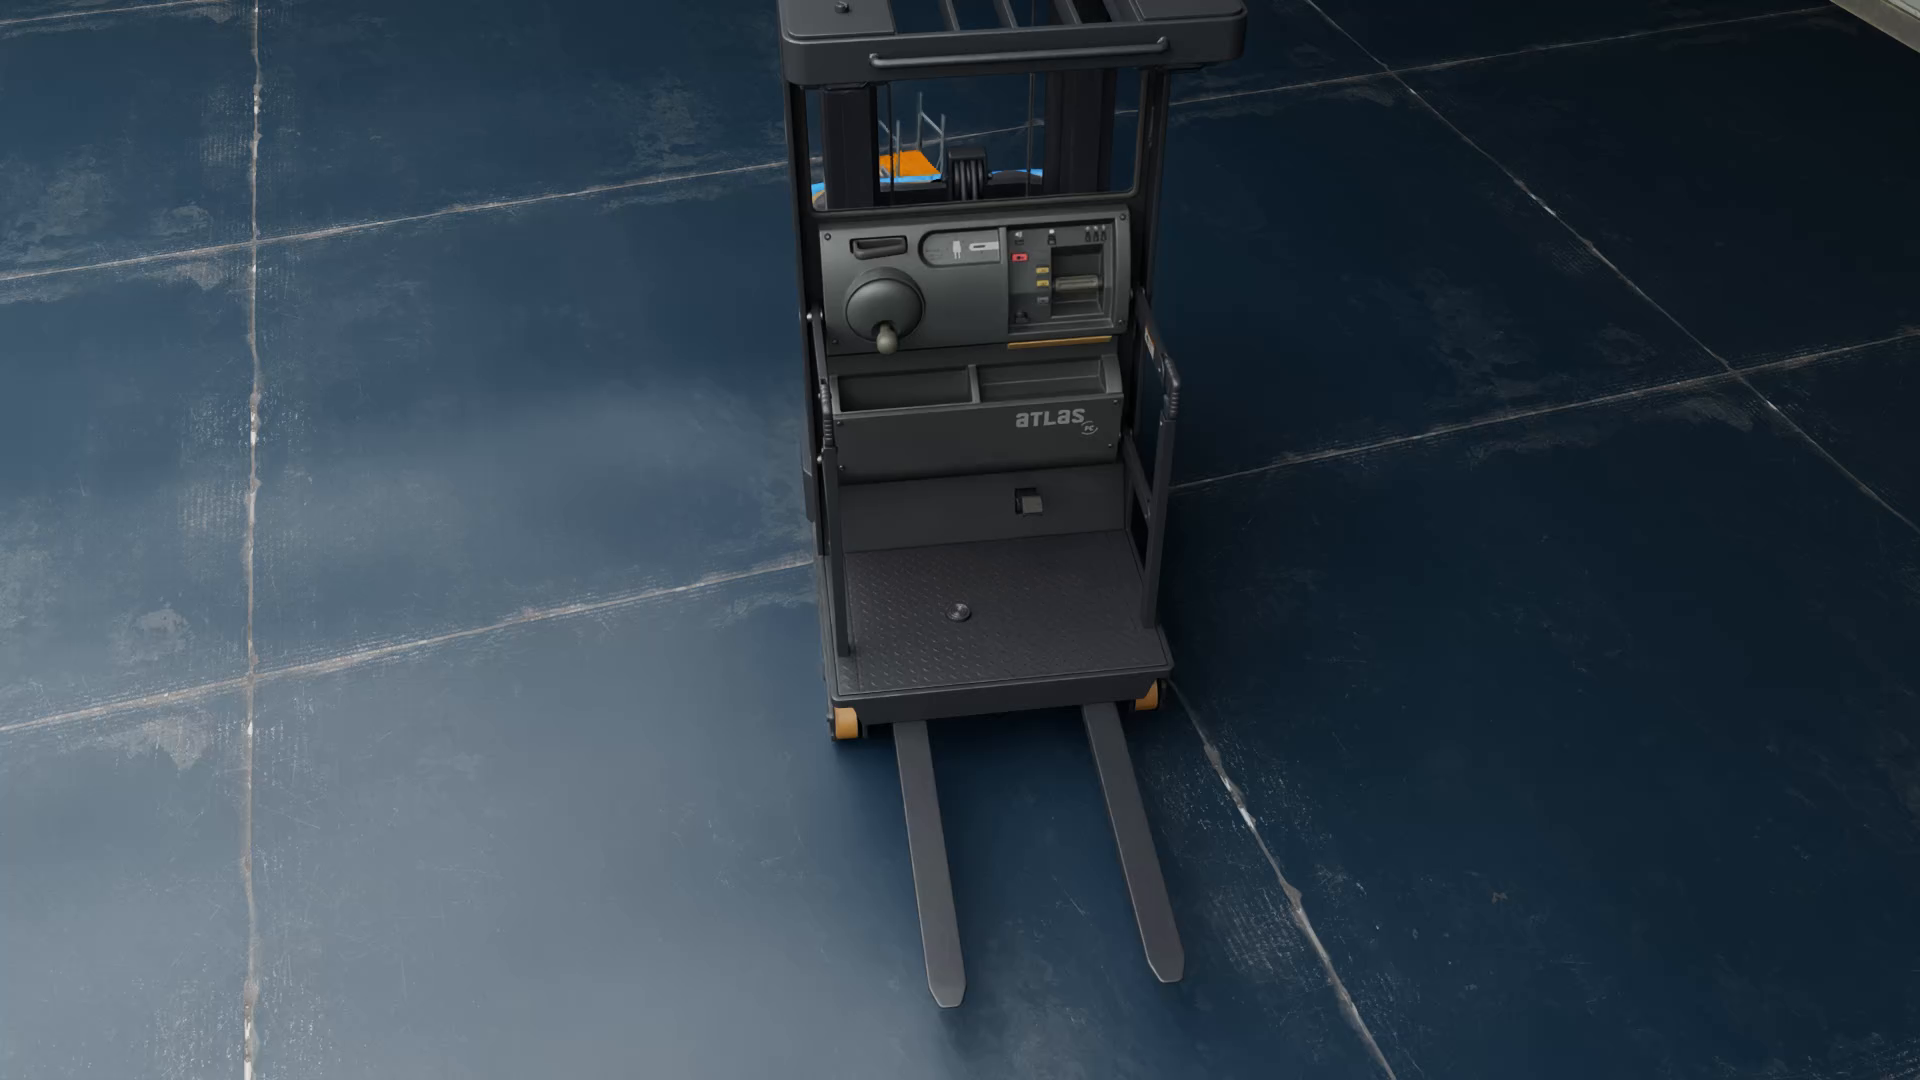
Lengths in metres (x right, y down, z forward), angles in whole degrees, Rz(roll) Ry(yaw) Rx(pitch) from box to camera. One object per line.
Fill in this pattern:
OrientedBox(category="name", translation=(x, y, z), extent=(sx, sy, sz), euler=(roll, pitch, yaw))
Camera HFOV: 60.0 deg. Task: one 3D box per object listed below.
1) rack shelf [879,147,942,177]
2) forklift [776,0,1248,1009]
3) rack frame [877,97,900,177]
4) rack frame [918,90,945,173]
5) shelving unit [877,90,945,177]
OrientedBox(category="rack shelf", translation=(-0.200, -1.422, 6.471), extent=(0.180, 0.103, 0.258), euler=(-13, 40, -20))
OrientedBox(category="forklift", translation=(0.081, -0.694, 4.816), extent=(1.130, 2.935, 3.031), euler=(-5, 41, -6))
OrientedBox(category="rack frame", translation=(-0.296, -1.151, 6.632), extent=(0.006, 1.200, 0.240), euler=(-13, 40, -20))
OrientedBox(category="rack frame", translation=(-0.128, -1.191, 6.694), extent=(0.006, 1.200, 0.240), euler=(-13, 40, -20))
OrientedBox(category="shelving unit", translation=(-0.212, -1.171, 6.663), extent=(0.189, 1.200, 0.258), euler=(-13, 40, -20))
